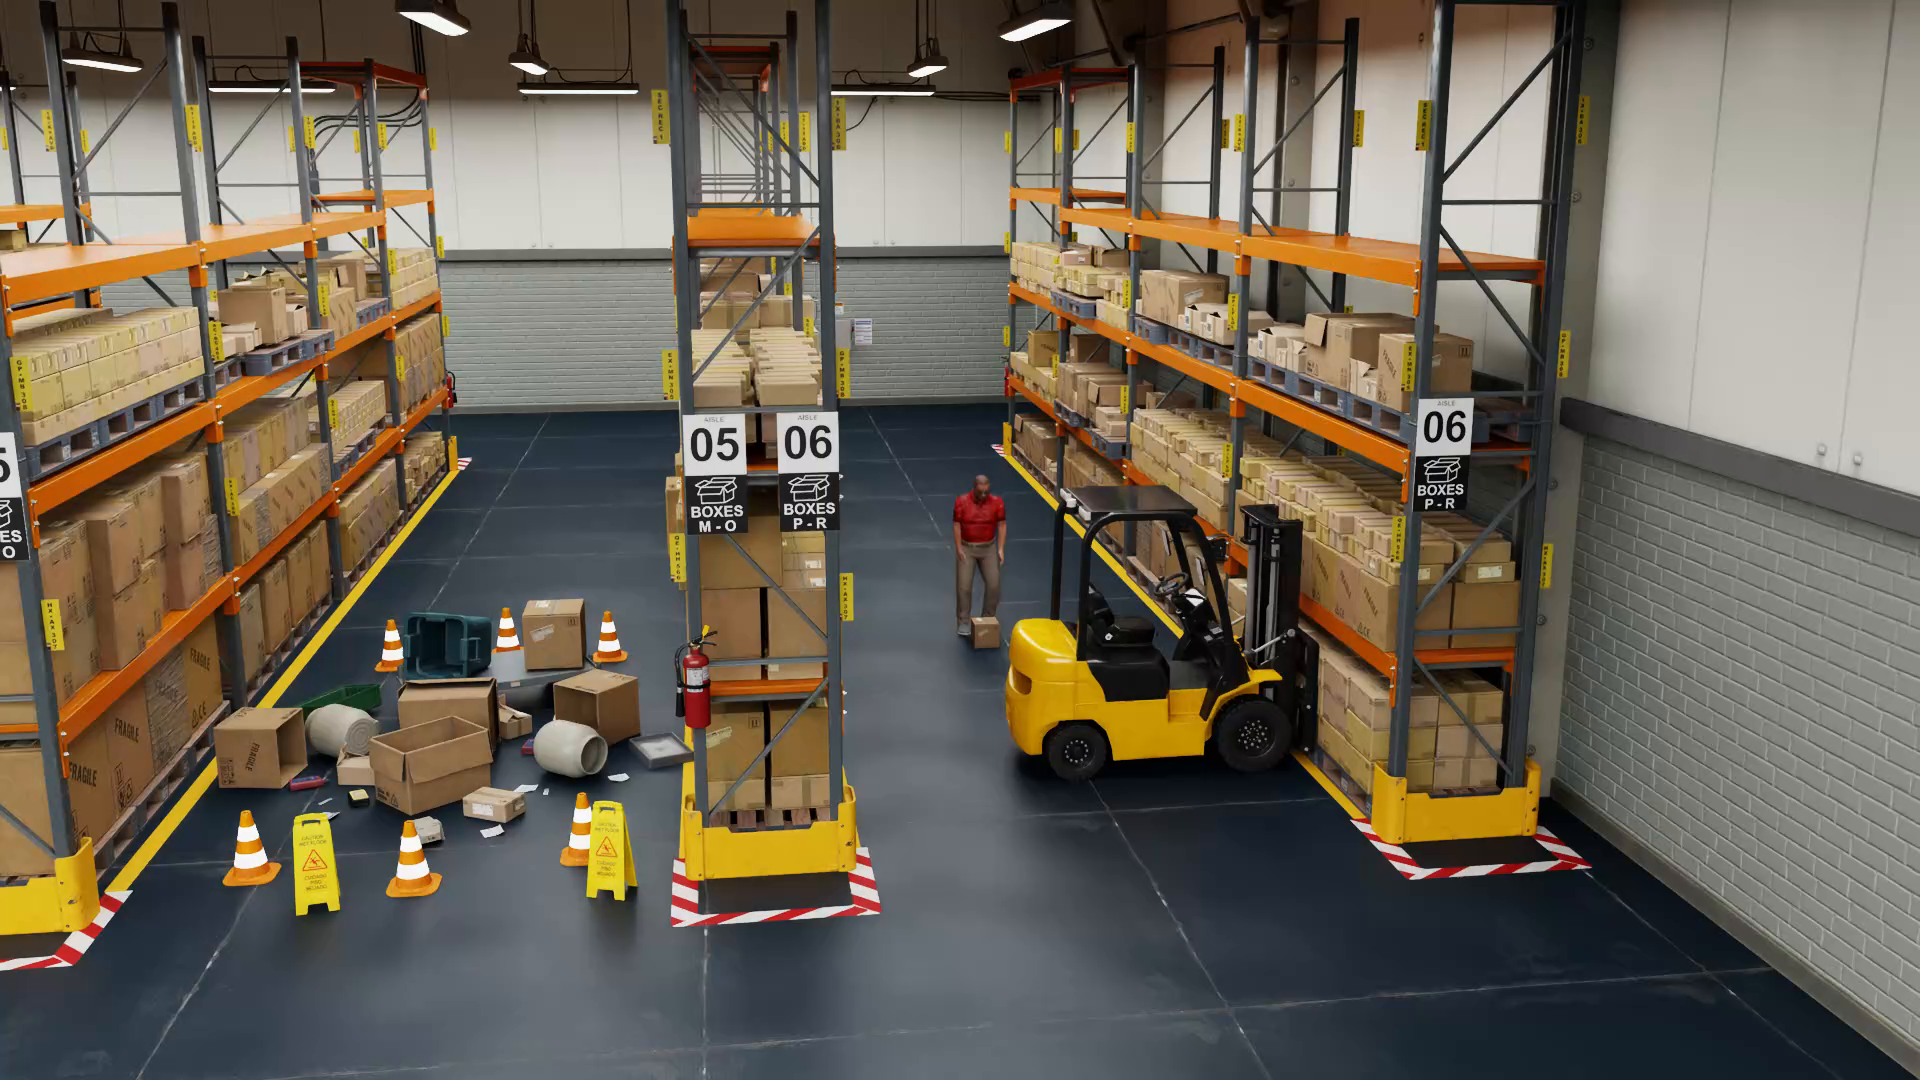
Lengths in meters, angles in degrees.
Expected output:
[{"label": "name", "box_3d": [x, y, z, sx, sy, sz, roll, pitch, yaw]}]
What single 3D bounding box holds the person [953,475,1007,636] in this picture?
[{"label": "person", "box_3d": [0.202, 0.136, 17.079, 0.557, 1.677, 0.425, -2, 13, -7]}]
